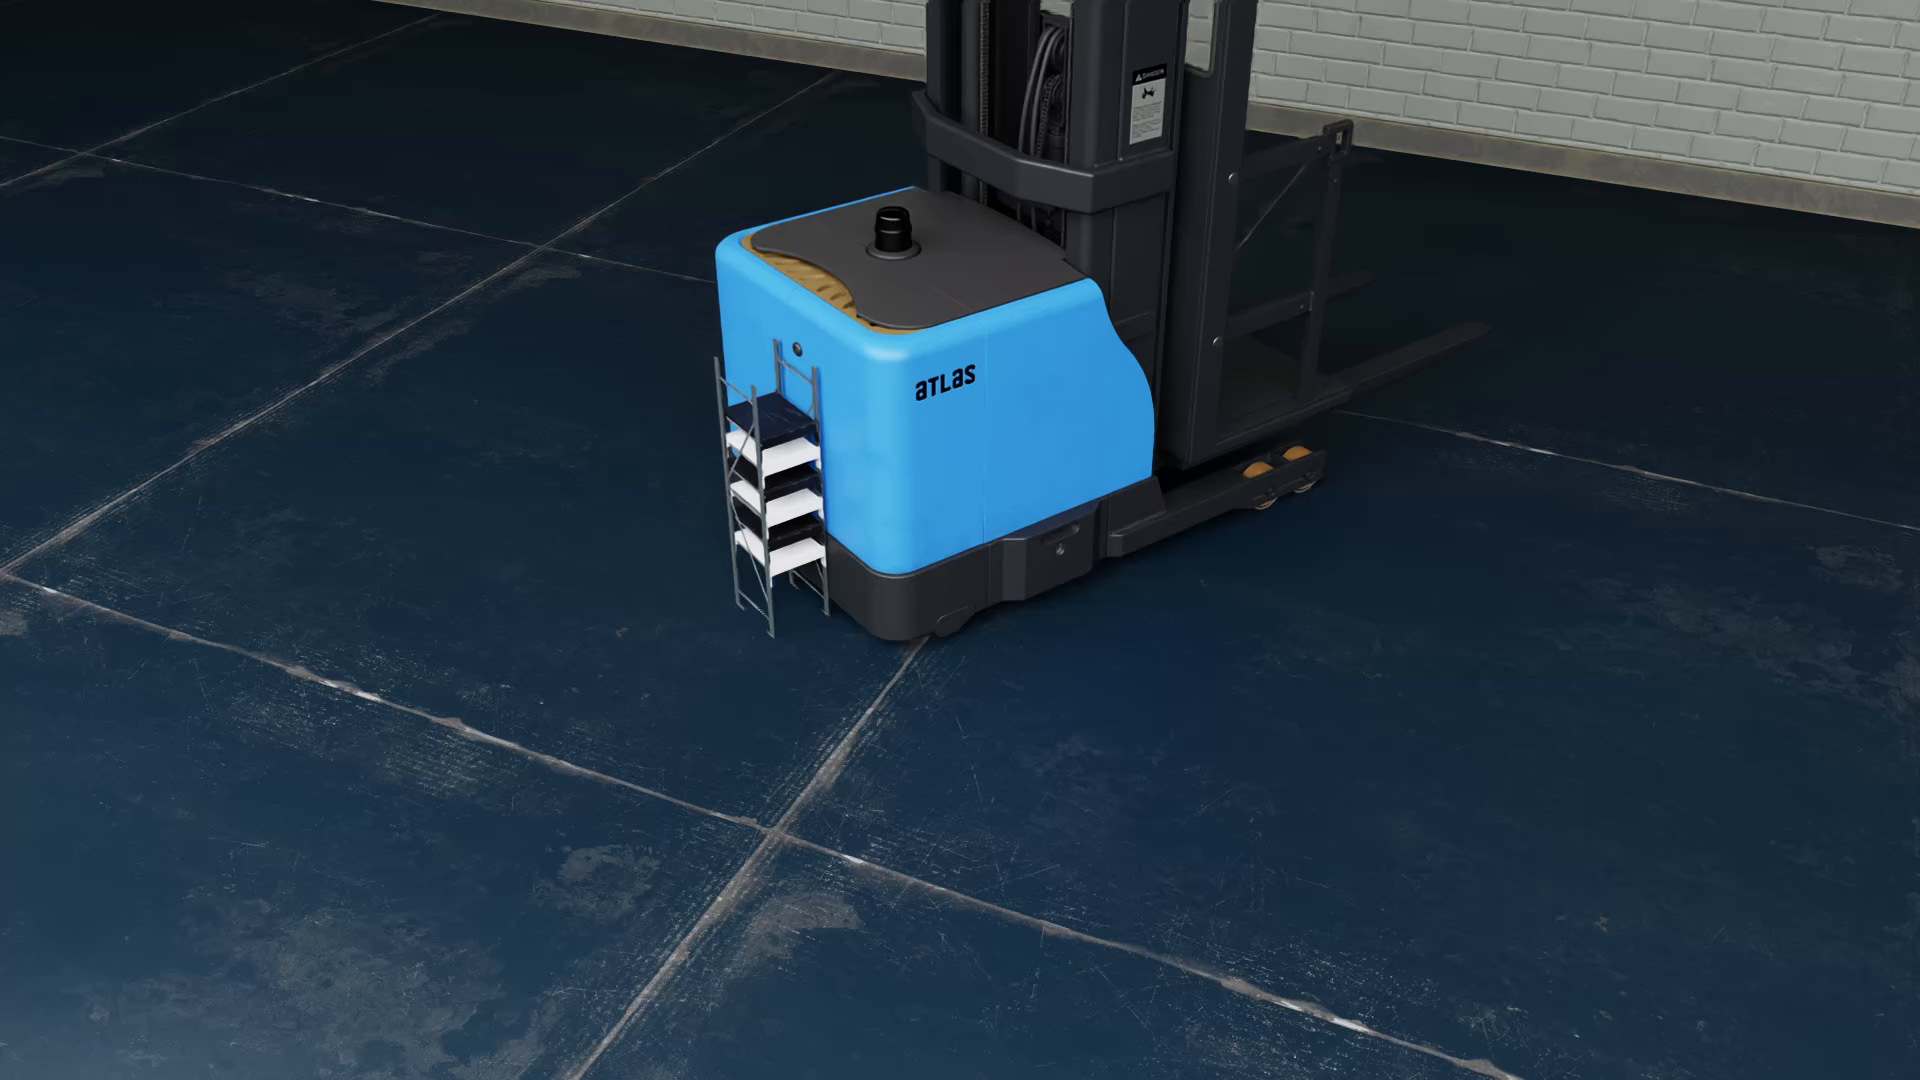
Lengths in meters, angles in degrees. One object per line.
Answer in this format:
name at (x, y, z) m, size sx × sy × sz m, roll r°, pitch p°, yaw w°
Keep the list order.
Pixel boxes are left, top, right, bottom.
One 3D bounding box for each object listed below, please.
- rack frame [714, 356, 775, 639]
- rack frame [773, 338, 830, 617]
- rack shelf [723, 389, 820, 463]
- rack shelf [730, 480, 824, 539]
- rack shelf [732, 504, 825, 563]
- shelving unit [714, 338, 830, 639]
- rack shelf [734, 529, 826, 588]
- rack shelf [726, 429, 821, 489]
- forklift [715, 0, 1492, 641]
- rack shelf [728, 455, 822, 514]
rack frame at (-0.659, -0.116, 5.107) m, size 0.006 × 0.900 × 0.240 m, roll -22°, pitch 39°, yaw -29°
rack frame at (-0.494, -0.182, 5.207) m, size 0.006 × 0.900 × 0.240 m, roll -22°, pitch 39°, yaw -29°
rack shelf at (-0.577, -0.347, 5.027) m, size 0.200 × 0.077 × 0.258 m, roll -22°, pitch 39°, yaw -29°
rack shelf at (-0.577, -0.121, 5.175) m, size 0.200 × 0.077 × 0.258 m, roll -22°, pitch 39°, yaw -29°
rack shelf at (-0.577, -0.046, 5.224) m, size 0.200 × 0.077 × 0.258 m, roll -22°, pitch 39°, yaw -29°
shelving unit at (-0.577, -0.149, 5.157) m, size 0.210 × 0.900 × 0.258 m, roll -22°, pitch 39°, yaw -29°
rack shelf at (-0.577, 0.029, 5.274) m, size 0.200 × 0.077 × 0.258 m, roll -22°, pitch 39°, yaw -29°
rack shelf at (-0.577, -0.272, 5.076) m, size 0.200 × 0.077 × 0.258 m, roll -22°, pitch 39°, yaw -29°
forklift at (0.701, -1.548, 5.438) m, size 3.031 × 2.935 × 1.130 m, roll -22°, pitch 39°, yaw -29°
rack shelf at (-0.577, -0.197, 5.126) m, size 0.200 × 0.077 × 0.258 m, roll -22°, pitch 39°, yaw -29°
